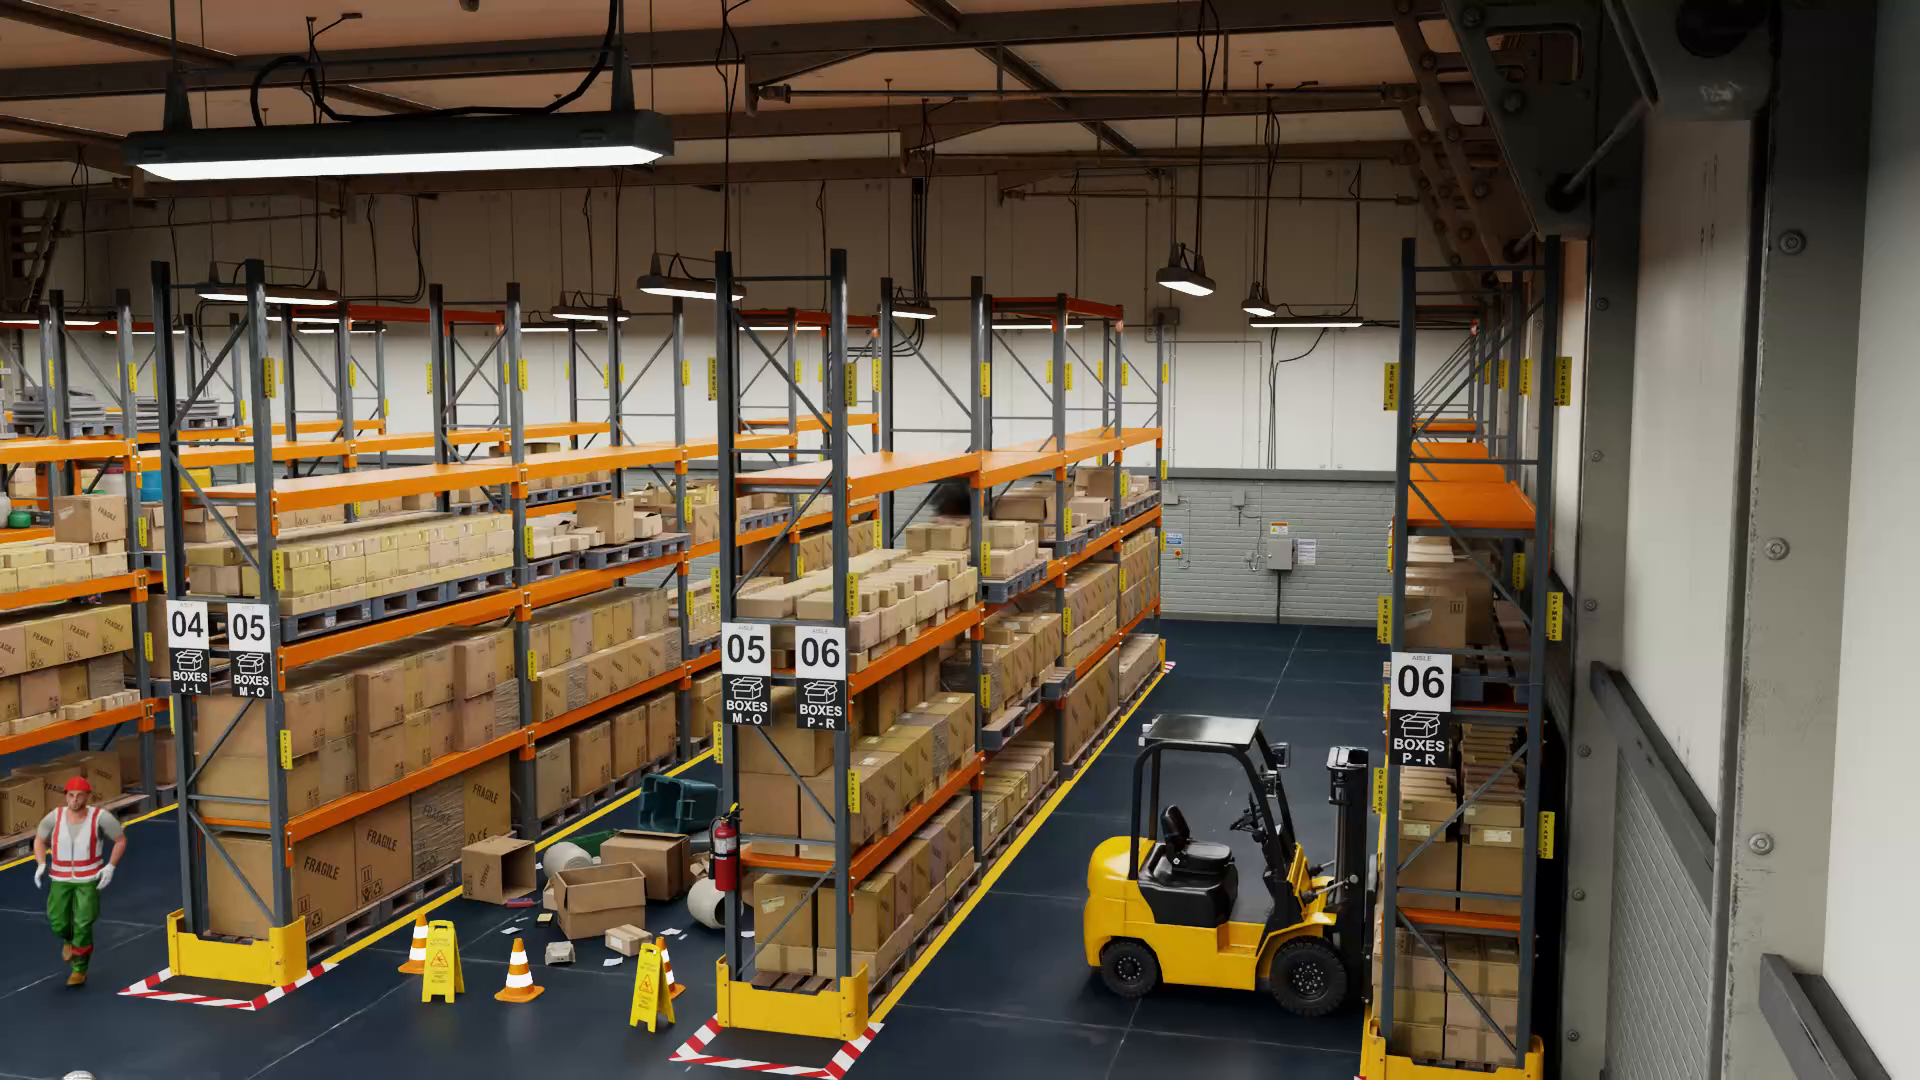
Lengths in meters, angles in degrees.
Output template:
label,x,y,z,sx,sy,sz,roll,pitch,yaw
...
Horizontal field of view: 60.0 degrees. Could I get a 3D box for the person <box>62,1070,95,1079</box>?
label,x,y,z,sx,sy,sz,roll,pitch,yaw
person,-4.441,3.474,8.420,0.613,1.620,0.669,-4,7,-30

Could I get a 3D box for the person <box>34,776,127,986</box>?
label,x,y,z,sx,sy,sz,roll,pitch,yaw
person,-7.388,2.827,14.006,0.710,1.756,0.601,-2,6,-17
